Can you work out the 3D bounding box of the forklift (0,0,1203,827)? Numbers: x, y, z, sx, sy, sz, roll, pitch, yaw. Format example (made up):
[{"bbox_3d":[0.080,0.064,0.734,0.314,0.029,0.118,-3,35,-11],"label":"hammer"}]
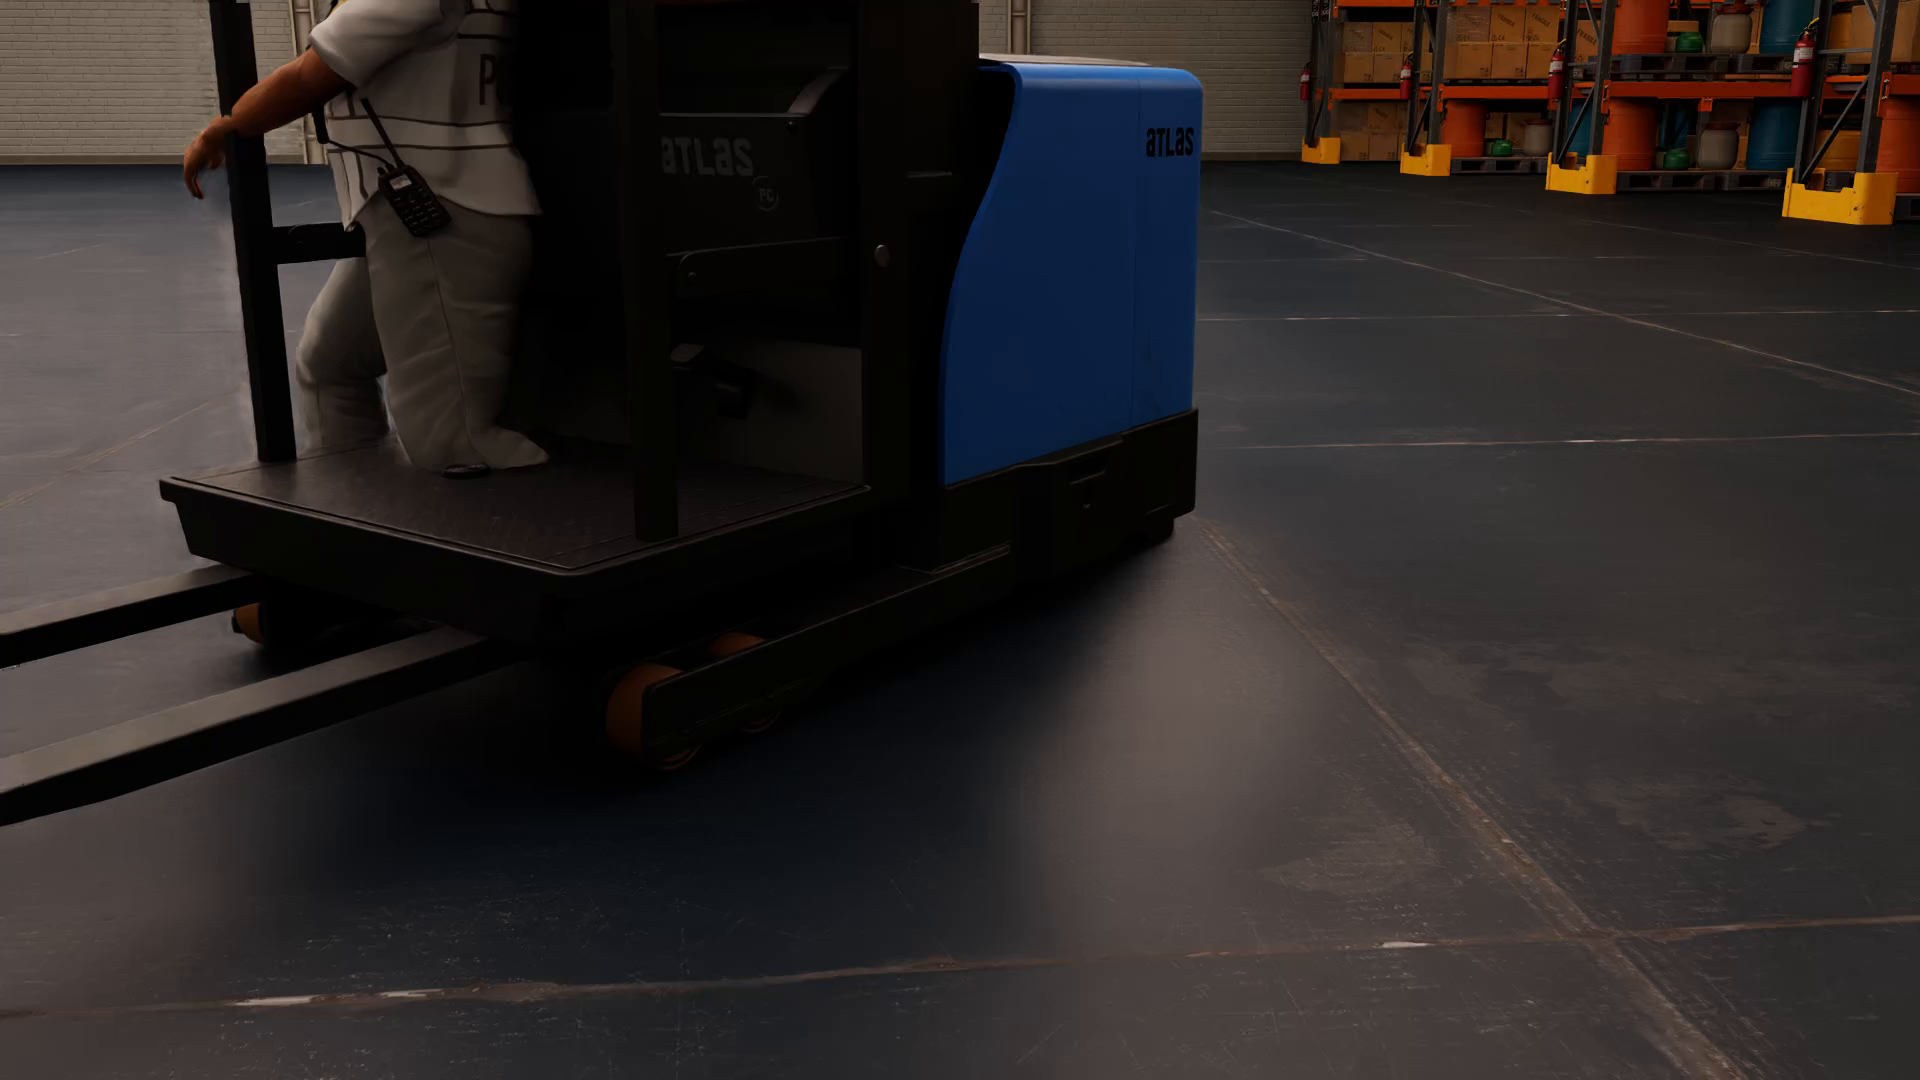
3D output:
[{"bbox_3d":[-0.708,-1.199,2.730,1.130,2.935,3.031,10,18,34],"label":"forklift"}]

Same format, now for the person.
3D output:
[{"bbox_3d":[-1.037,-0.595,3.178,0.859,1.568,0.675,-3,15,-11],"label":"person"}]
